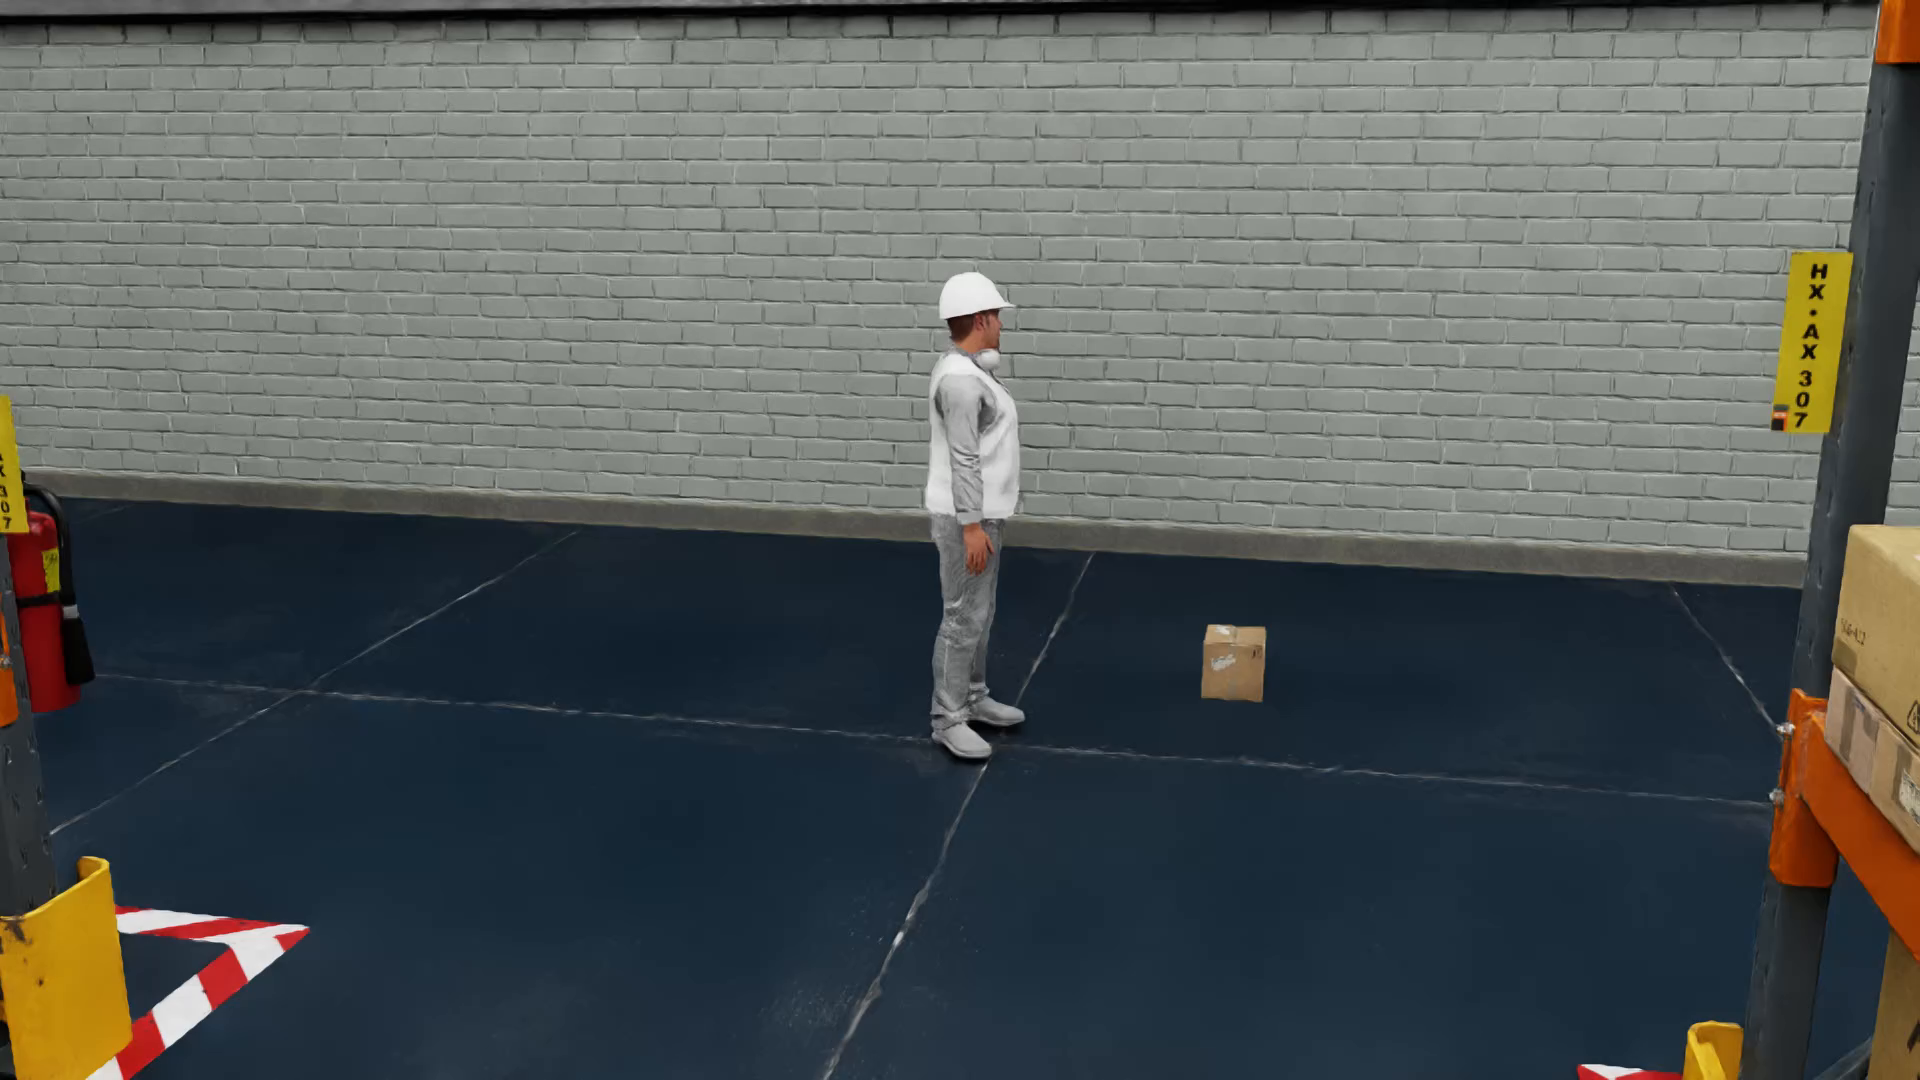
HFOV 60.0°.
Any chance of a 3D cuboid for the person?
[{"bbox_3d":[0.059,-0.109,6.273,0.385,1.784,0.591,1,15,4],"label":"person"}]
